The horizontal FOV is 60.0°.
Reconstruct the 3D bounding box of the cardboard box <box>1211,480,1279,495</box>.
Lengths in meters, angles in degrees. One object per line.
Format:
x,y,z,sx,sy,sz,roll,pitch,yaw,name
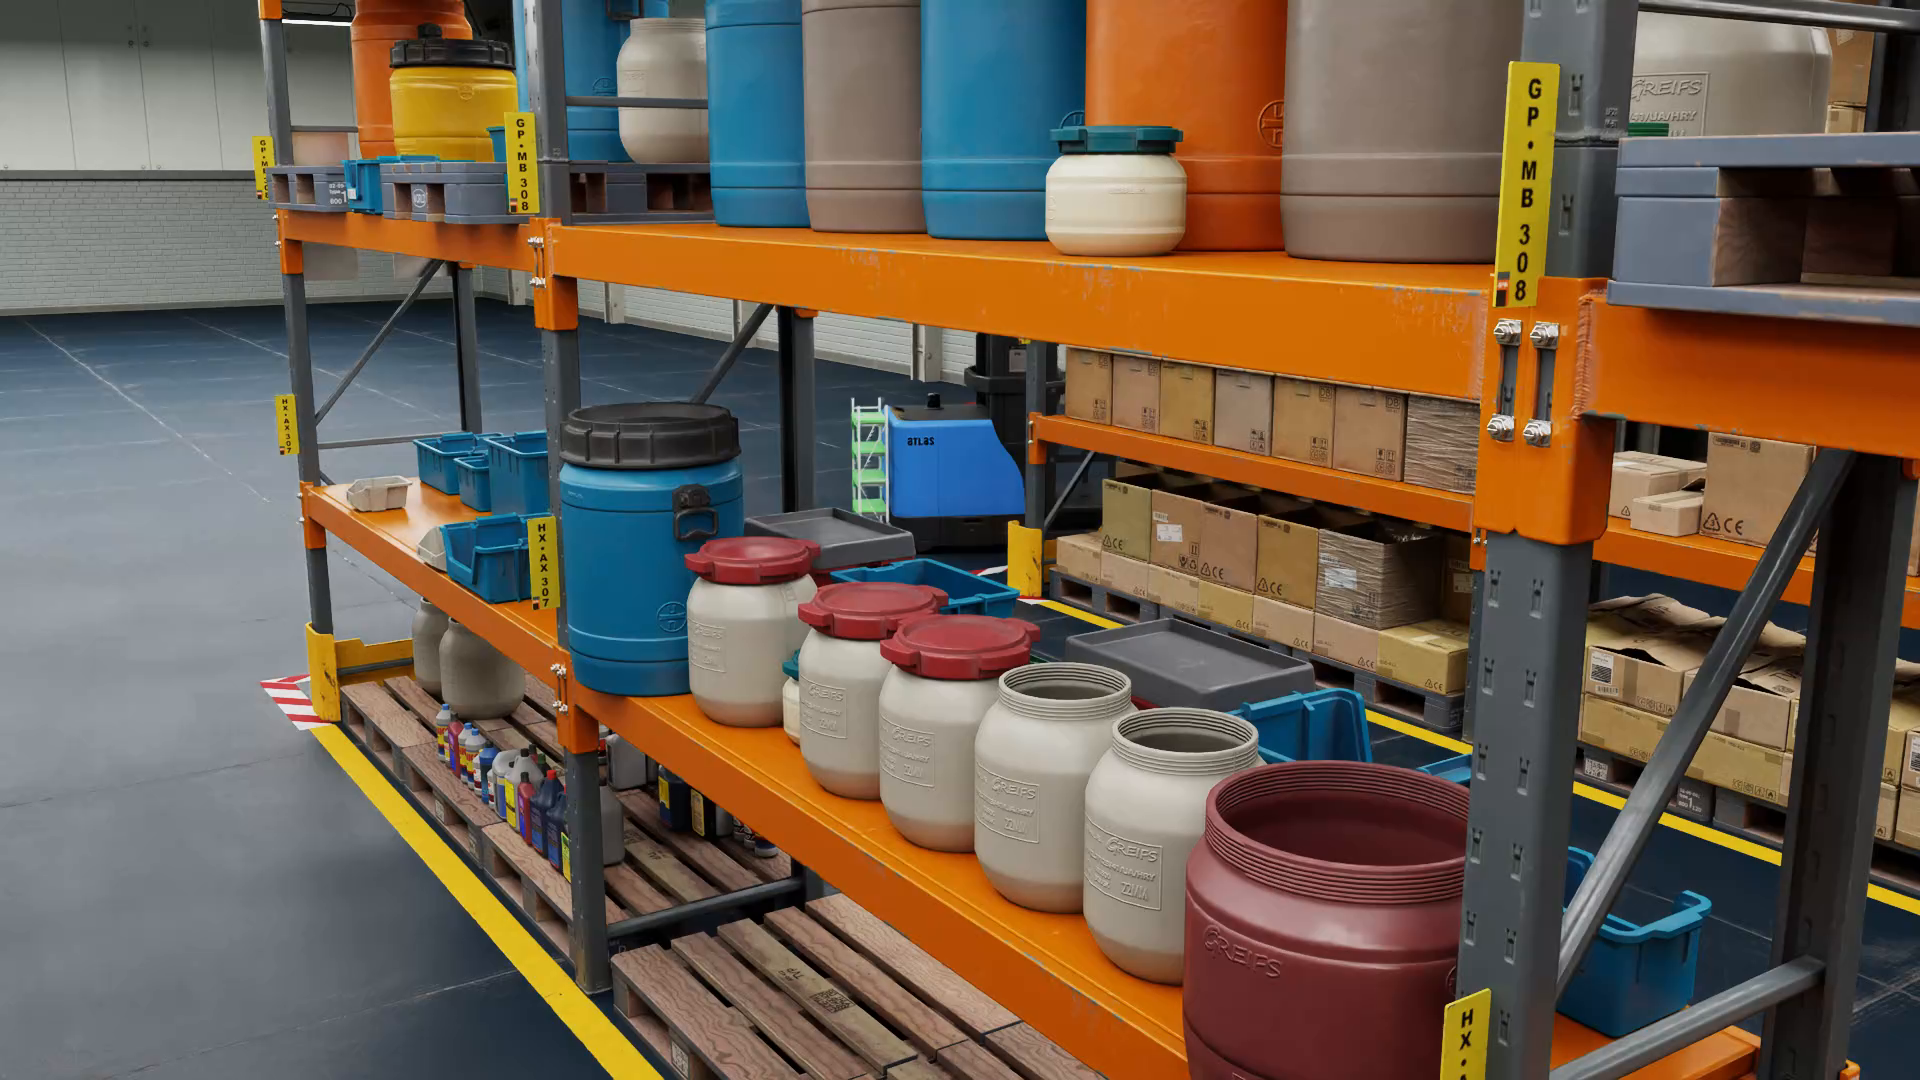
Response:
2.030,-0.134,11.152,0.500,0.500,0.500,-8,15,-33,cardboard box

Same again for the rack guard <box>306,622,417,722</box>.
-3.125,0.672,9.617,1.175,0.500,0.348,-8,15,-33,rack guard

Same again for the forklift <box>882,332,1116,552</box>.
0.888,-1.460,13.675,3.031,2.935,1.130,-2,12,-8,forklift

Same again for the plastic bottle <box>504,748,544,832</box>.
-1.872,1.062,7.155,0.144,0.351,0.185,-8,15,-33,plastic bottle

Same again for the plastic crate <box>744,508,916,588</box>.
-0.467,0.173,5.898,0.402,0.464,0.583,-8,15,-33,plastic crate

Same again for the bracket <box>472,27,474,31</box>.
-11.984,-12.080,39.612,0.076,0.066,3.189,-8,15,-33,bracket

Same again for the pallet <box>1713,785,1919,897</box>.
4.256,1.275,7.538,1.003,0.211,1.213,-8,15,-33,pallet

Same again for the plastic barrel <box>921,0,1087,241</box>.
0.197,-1.258,4.399,0.600,0.901,0.708,-8,15,-33,plastic barrel

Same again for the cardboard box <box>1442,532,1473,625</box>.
3.139,0.221,9.526,0.500,0.500,0.500,-8,15,-33,cardboard box

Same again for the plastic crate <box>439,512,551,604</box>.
-1.829,0.063,6.902,0.499,0.251,0.616,-8,15,-33,plastic crate

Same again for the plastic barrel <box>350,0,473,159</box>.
-2.831,-2.366,8.648,0.600,0.830,0.708,-8,15,-33,plastic barrel

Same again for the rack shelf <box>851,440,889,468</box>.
-0.727,-0.695,13.409,0.258,0.148,0.480,-2,12,-9,rack shelf

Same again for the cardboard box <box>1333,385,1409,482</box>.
2.587,-0.651,9.583,0.700,0.500,0.500,-8,15,-33,cardboard box

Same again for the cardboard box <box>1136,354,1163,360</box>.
1.381,-1.276,10.925,0.380,0.149,0.250,-8,15,-34,cardboard box

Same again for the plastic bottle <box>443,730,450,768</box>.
-2.404,0.973,7.911,0.097,0.201,0.097,0,12,0,plastic bottle

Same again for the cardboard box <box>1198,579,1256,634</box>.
1.861,0.384,10.536,0.500,0.250,0.500,-8,15,-33,cardboard box

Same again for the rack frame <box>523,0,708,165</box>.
-0.990,-2.776,5.492,1.000,3.000,0.127,-8,15,-33,rack frame

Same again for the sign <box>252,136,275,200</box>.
-3.667,-1.962,8.770,0.100,0.325,0.005,-8,15,-33,sign

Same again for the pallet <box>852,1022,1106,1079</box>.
0.157,1.869,4.820,1.003,0.211,1.213,-8,15,-33,pallet

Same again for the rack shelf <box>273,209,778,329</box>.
-2.098,-1.315,7.516,1.077,0.370,4.000,-8,15,-33,rack shelf

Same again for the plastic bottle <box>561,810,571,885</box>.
-1.531,1.220,6.589,0.061,0.283,0.133,-7,14,-30,plastic bottle

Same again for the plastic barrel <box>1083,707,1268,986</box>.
0.478,0.654,3.589,0.421,0.512,0.421,0,12,0,plastic barrel

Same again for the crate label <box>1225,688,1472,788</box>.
0.901,0.640,3.830,0.502,0.435,0.616,-8,15,-33,crate label

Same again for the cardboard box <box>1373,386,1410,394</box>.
2.524,-0.910,9.250,0.380,0.149,0.250,-9,15,-34,cardboard box

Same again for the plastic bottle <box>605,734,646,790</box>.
-1.542,0.991,7.657,0.152,0.276,0.135,-8,15,-33,plastic bottle

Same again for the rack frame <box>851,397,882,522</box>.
-0.764,-0.575,13.682,0.240,1.200,0.015,-2,12,-9,rack frame

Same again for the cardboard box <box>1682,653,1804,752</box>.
3.718,0.718,7.699,0.500,0.311,0.500,-9,15,-35,cardboard box

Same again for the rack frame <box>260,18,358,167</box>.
-3.206,-3.487,8.745,1.000,3.000,0.127,-8,15,-33,rack frame

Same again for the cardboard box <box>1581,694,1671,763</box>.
3.435,0.899,8.181,0.500,0.250,0.500,-8,14,-31,cardboard box

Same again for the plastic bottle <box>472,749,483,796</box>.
-2.161,1.051,7.554,0.097,0.201,0.097,0,12,0,plastic bottle

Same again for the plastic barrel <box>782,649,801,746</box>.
-0.385,0.476,4.988,0.301,0.262,0.301,0,12,0,plastic barrel

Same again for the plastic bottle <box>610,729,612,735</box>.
-1.630,0.906,8.041,0.152,0.276,0.135,-9,15,-34,plastic bottle

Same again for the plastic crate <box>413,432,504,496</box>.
-2.680,-0.430,9.157,0.499,0.251,0.616,-8,15,-33,plastic crate

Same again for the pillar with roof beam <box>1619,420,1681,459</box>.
2.565,-4.128,11.676,9.100,9.000,0.400,-8,15,-33,pillar with roof beam

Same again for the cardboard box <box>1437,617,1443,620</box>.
2.858,0.499,10.010,0.500,0.250,0.500,-8,15,-33,cardboard box

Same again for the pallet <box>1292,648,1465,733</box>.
2.730,0.785,9.778,1.003,0.211,1.213,-8,15,-33,pallet

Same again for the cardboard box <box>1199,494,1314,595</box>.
1.860,0.018,10.455,0.500,0.500,0.500,-8,15,-33,cardboard box

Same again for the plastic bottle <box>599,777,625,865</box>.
-1.467,1.136,6.815,0.144,0.351,0.185,-8,15,-33,plastic bottle

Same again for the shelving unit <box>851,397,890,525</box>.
-0.727,-0.523,13.447,0.258,1.200,0.503,-2,12,-9,shelving unit

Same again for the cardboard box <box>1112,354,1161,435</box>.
1.462,-1.014,11.242,0.700,0.500,0.500,-8,14,-31,cardboard box

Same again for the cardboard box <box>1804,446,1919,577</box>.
4.117,-0.158,7.331,0.500,0.500,0.500,-8,15,-33,cardboard box

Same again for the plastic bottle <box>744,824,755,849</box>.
-0.858,1.180,6.964,0.097,0.201,0.097,0,12,0,plastic bottle

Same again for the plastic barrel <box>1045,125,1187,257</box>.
0.327,-0.730,3.482,0.301,0.262,0.301,0,12,0,plastic barrel

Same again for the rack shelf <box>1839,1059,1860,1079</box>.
2.334,1.573,1.330,1.077,0.370,4.000,-8,15,-33,rack shelf

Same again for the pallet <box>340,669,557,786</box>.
-2.680,0.959,8.984,1.003,0.211,1.213,-8,15,-33,pallet

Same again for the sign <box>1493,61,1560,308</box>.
0.772,-0.482,2.267,0.100,0.325,0.005,-8,15,-33,sign

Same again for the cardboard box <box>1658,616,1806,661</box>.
3.892,0.563,8.406,0.500,0.311,0.500,-8,14,-31,cardboard box

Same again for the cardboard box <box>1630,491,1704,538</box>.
3.456,-0.126,8.006,0.380,0.149,0.250,-8,15,-33,cardboard box

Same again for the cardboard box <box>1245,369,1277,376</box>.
1.954,-1.093,10.084,0.380,0.149,0.250,-8,14,-31,cardboard box
